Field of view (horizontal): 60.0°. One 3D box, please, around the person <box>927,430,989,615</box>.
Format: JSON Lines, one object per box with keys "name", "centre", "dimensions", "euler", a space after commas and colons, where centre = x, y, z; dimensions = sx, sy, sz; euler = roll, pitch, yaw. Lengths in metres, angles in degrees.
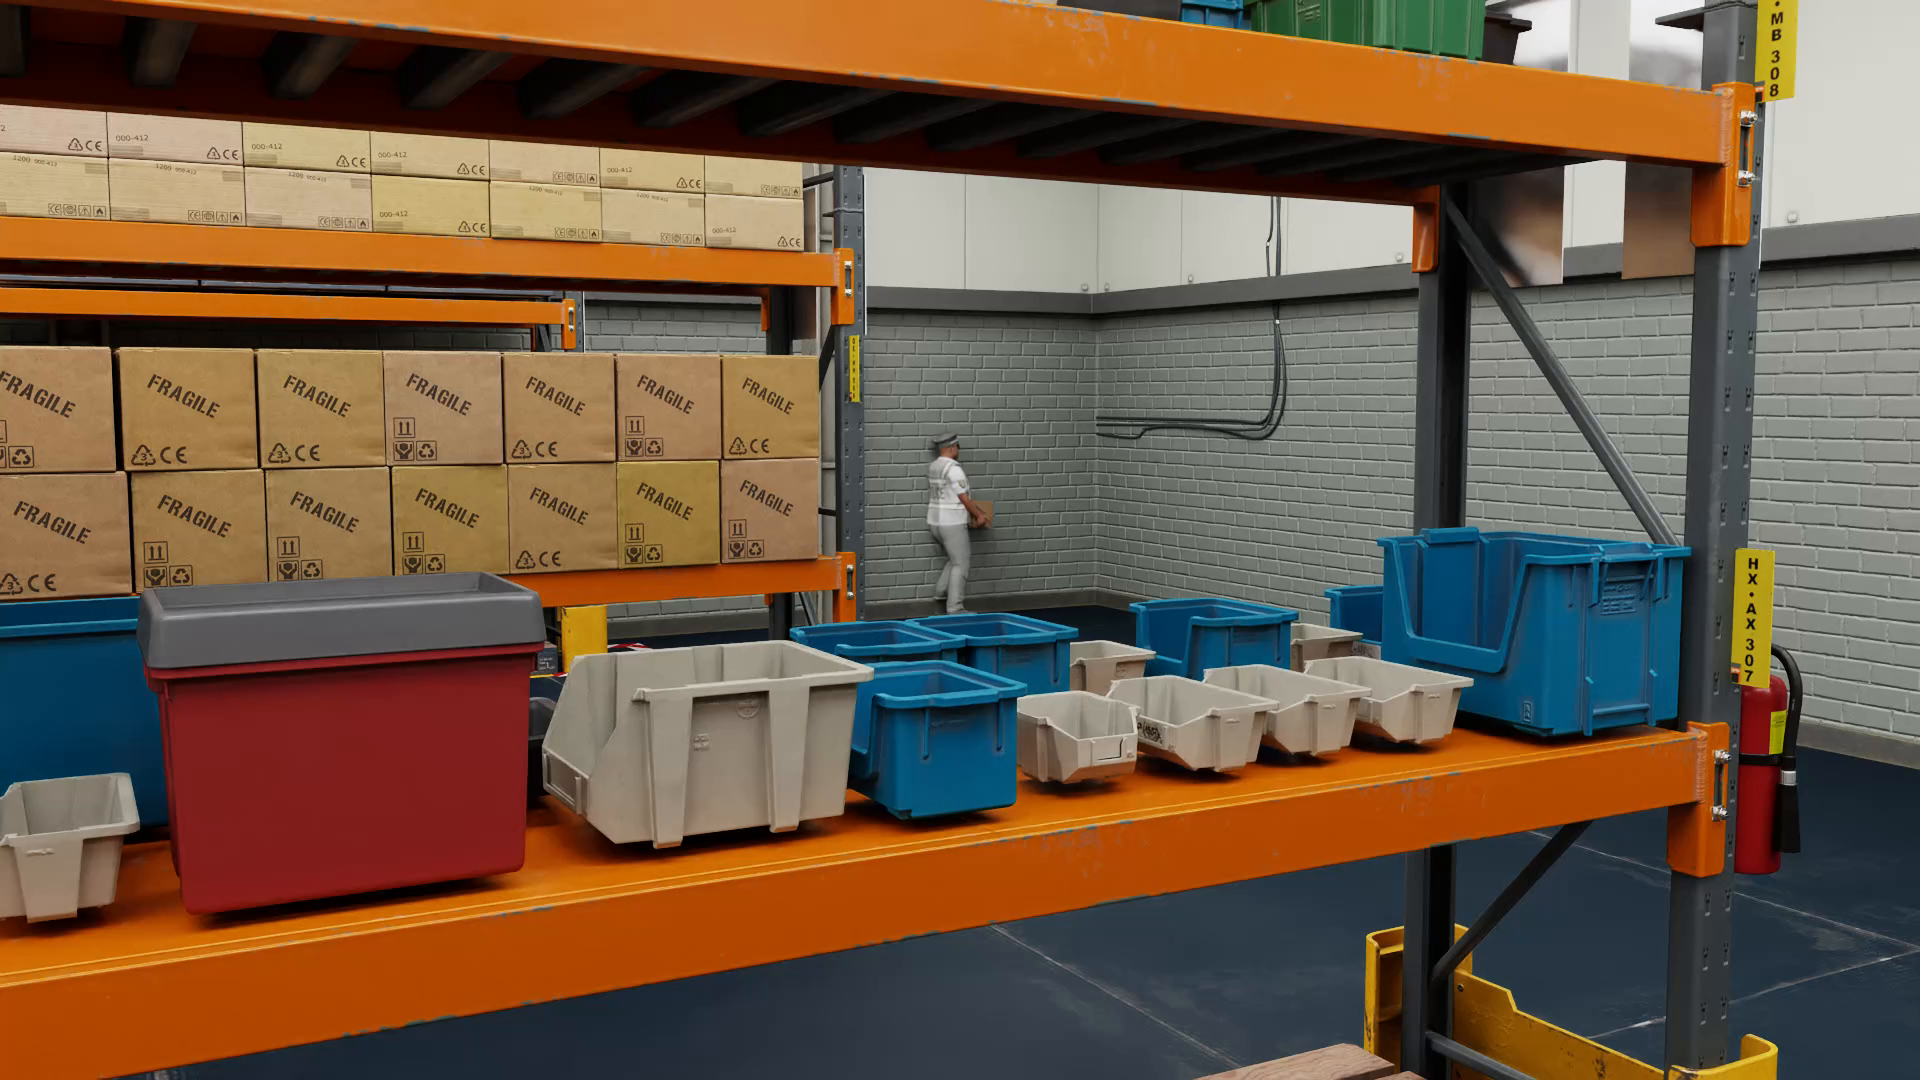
{"name": "person", "centre": [-0.028, -0.153, 15.807], "dimensions": [0.550, 1.775, 0.518], "euler": [-3, 6, -29]}
